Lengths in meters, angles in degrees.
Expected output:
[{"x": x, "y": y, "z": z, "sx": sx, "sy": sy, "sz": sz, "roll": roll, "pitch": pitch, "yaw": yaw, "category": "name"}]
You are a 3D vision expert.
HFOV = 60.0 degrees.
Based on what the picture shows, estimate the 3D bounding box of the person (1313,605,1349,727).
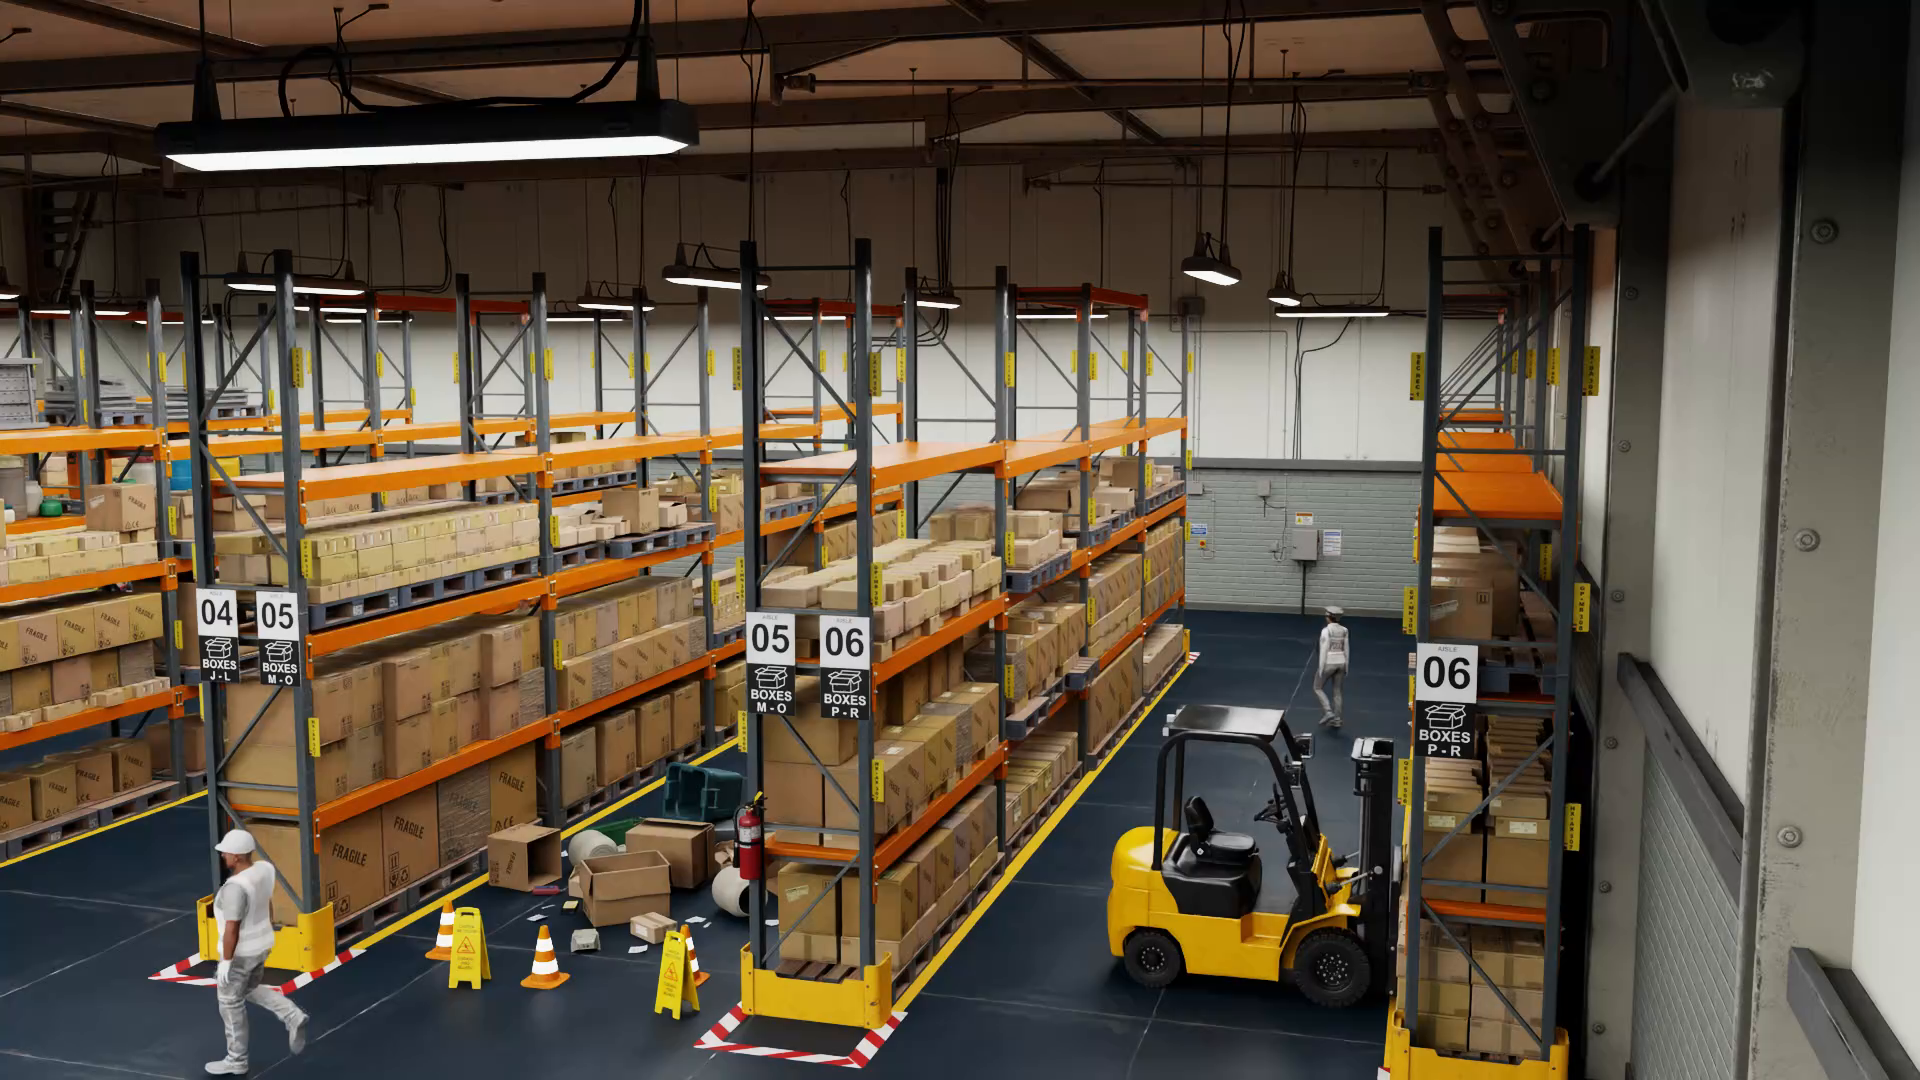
[{"x": 5.177, "y": 1.753, "z": 23.065, "sx": 0.523, "sy": 1.682, "sz": 0.397, "roll": -3, "pitch": 7, "yaw": -25, "category": "person"}]

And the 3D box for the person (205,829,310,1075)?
[{"x": -5.091, "y": 2.946, "z": 11.962, "sx": 0.682, "sy": 1.777, "sz": 0.609, "roll": 1, "pitch": 6, "yaw": 5, "category": "person"}]

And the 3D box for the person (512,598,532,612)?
[{"x": -6.376, "y": 1.562, "z": 24.759, "sx": 0.616, "sy": 1.684, "sz": 0.727, "roll": 3, "pitch": 7, "yaw": 25, "category": "person"}]
